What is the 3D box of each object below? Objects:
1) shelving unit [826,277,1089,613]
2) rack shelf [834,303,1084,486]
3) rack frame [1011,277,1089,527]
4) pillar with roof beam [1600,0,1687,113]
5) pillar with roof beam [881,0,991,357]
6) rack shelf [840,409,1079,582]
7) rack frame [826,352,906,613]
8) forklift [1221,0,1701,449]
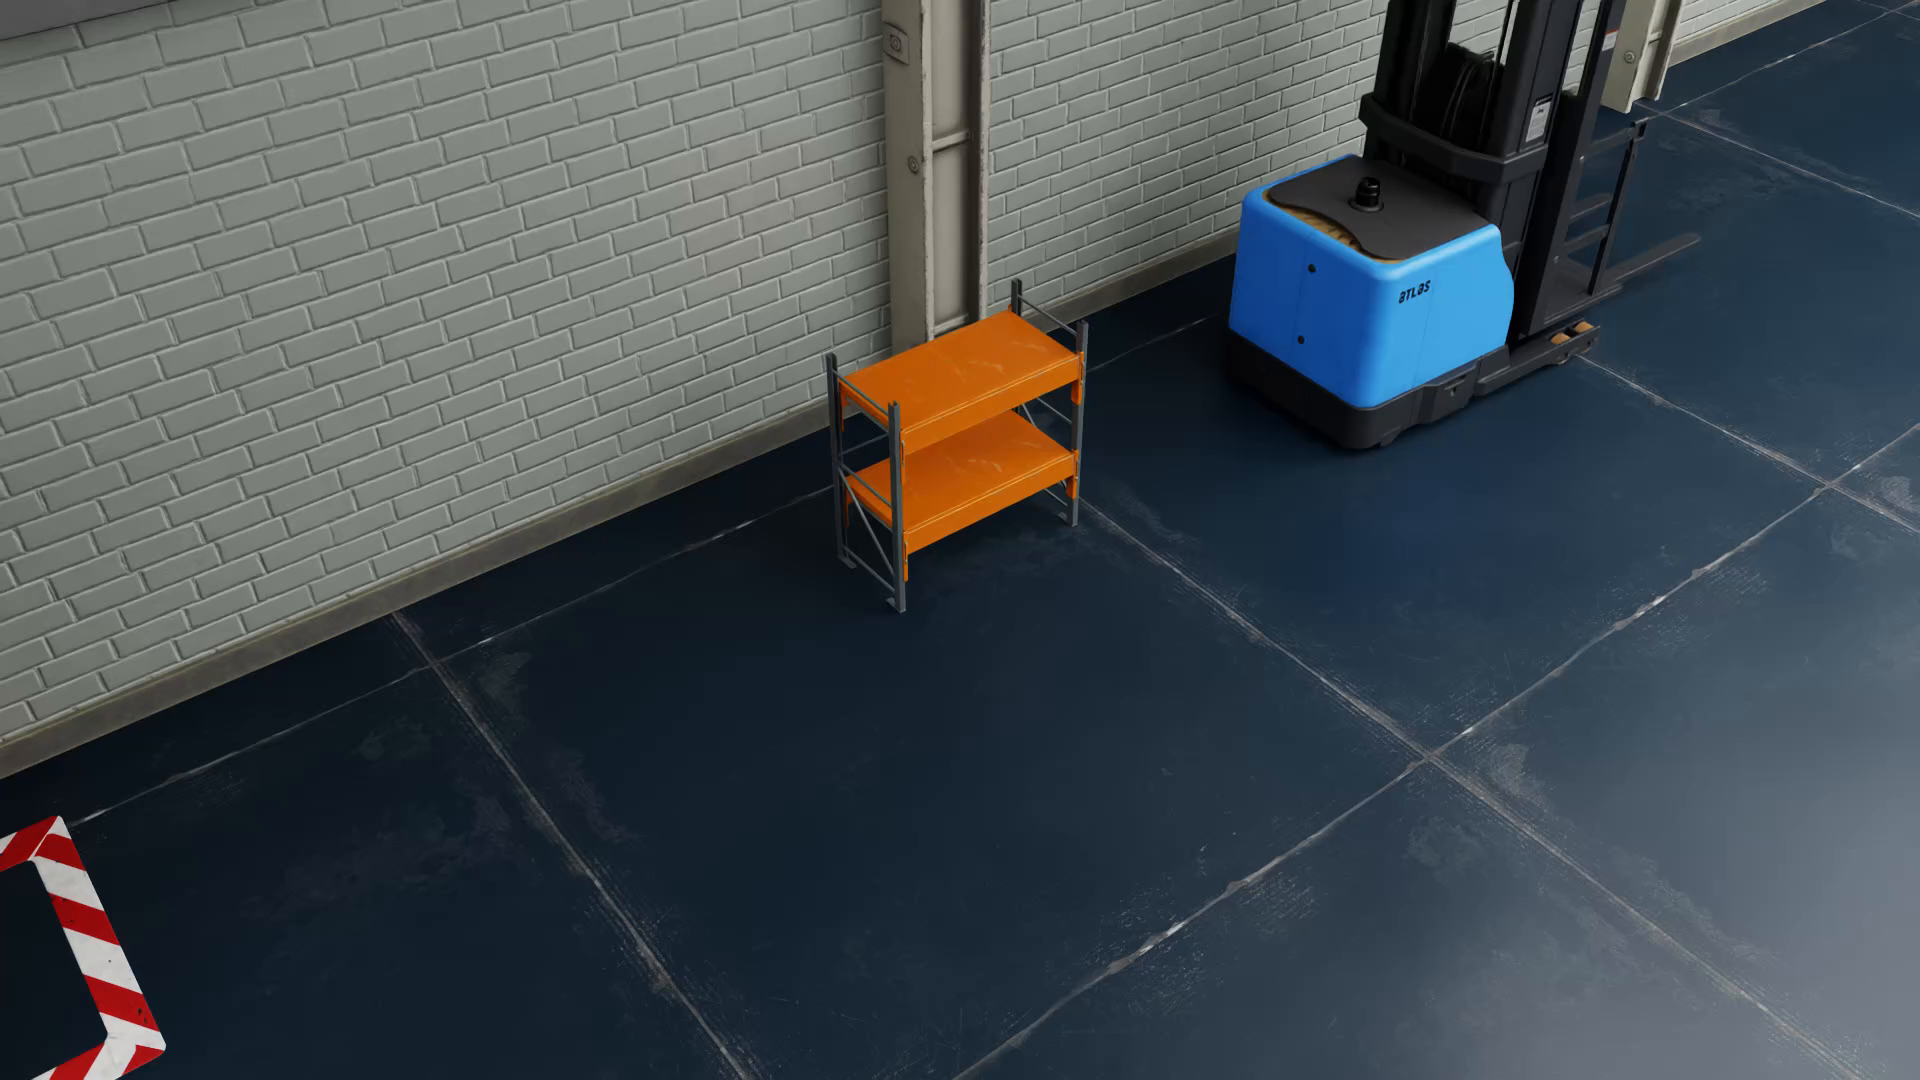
[{"bbox_3d":[-0.005,-0.432,7.524,1.048,1.125,0.538,-26,46,-28],"label":"shelving unit"},{"bbox_3d":[-0.005,-0.659,7.338,1.000,0.278,0.538,-26,46,-28],"label":"rack shelf"},{"bbox_3d":[0.398,-0.629,7.763,0.032,1.125,0.500,-26,46,-28],"label":"rack frame"},{"bbox_3d":[7.274,-4.409,6.163,0.400,9.000,9.100,-26,46,-28],"label":"pillar with roof beam"},{"bbox_3d":[2.517,-2.090,3.336,0.400,9.000,9.100,-26,46,-28],"label":"pillar with roof beam"},{"bbox_3d":[-0.005,-0.243,7.679,1.000,0.278,0.538,-26,46,-28],"label":"rack shelf"},{"bbox_3d":[-0.408,-0.236,7.284,0.032,1.125,0.500,-26,46,-28],"label":"rack frame"},{"bbox_3d":[2.895,-2.337,8.421,3.031,2.935,1.130,-25,45,-27],"label":"forklift"}]
